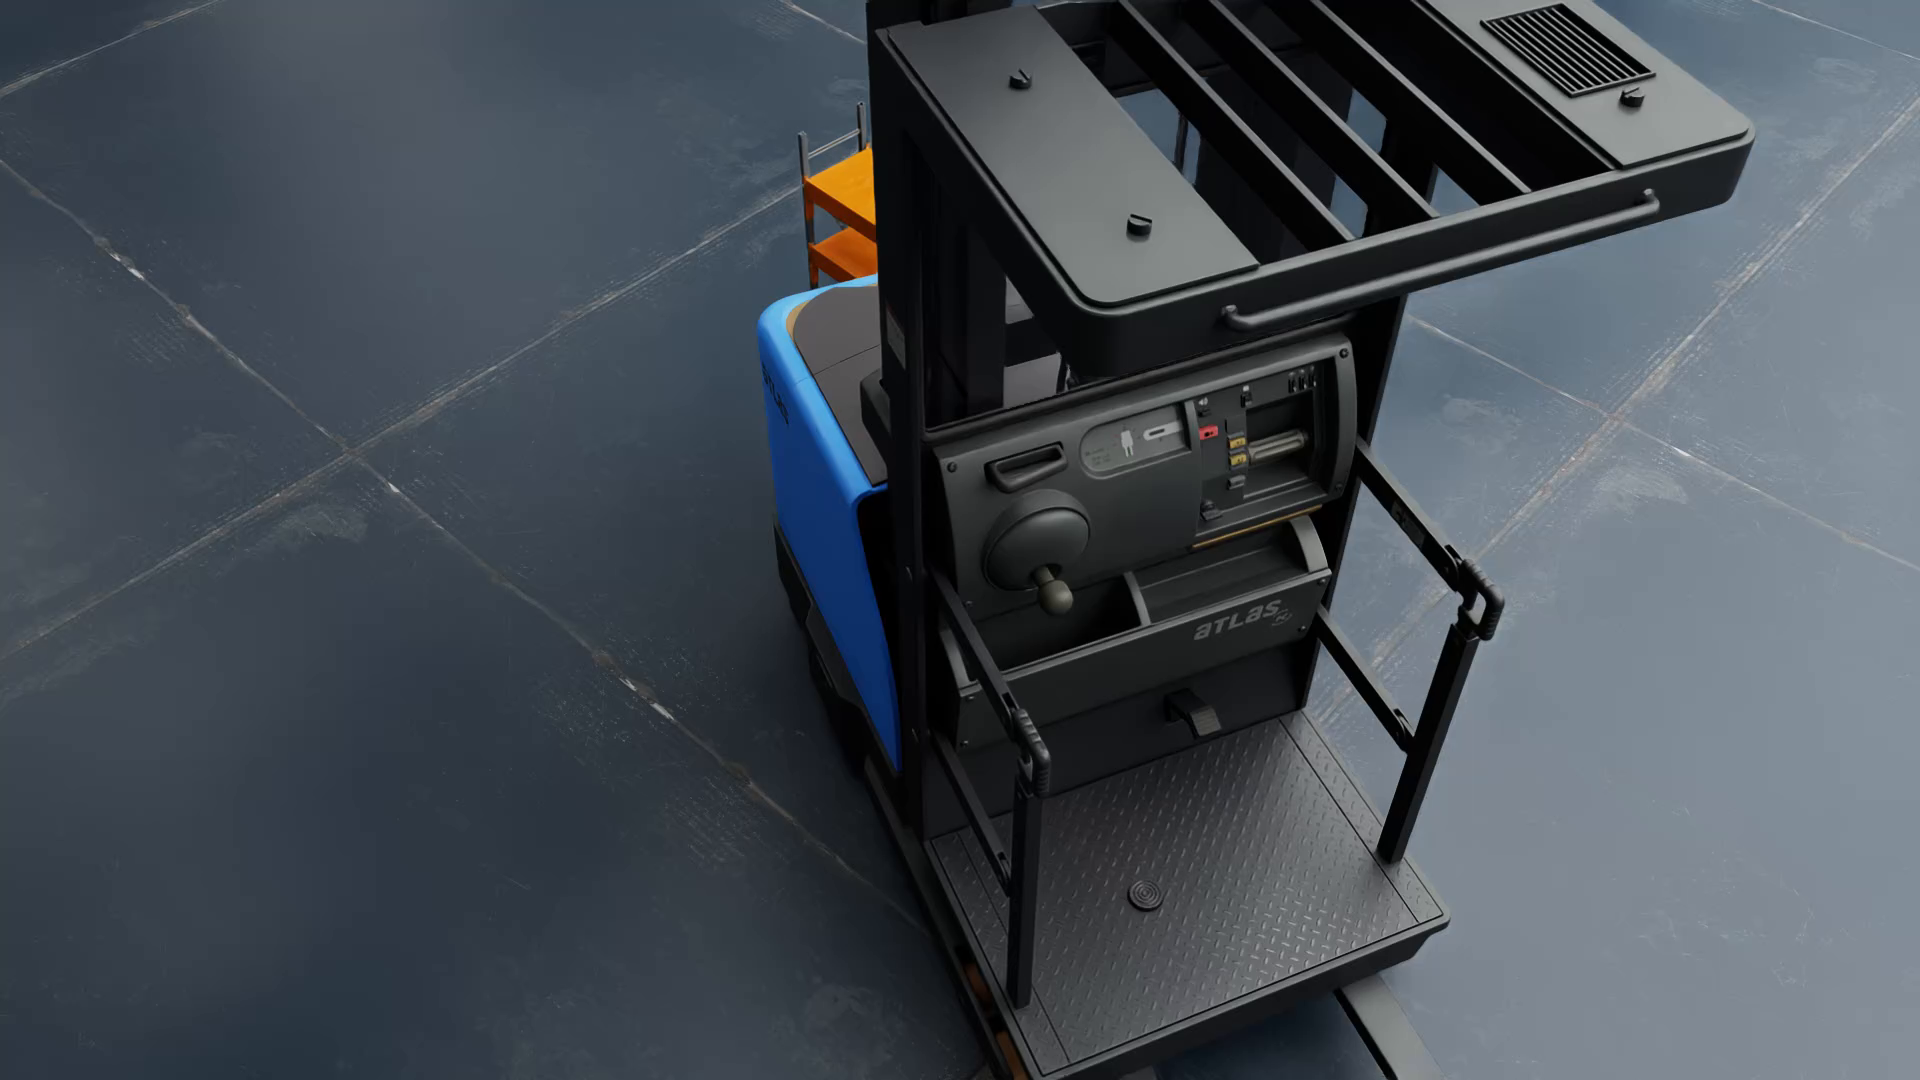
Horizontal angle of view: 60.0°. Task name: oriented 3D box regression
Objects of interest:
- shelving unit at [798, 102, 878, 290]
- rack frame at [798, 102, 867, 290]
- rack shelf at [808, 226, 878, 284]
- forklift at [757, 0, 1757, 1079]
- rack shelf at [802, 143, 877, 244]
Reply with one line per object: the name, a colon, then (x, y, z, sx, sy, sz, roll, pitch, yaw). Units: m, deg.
shelving unit: (-0.196, -0.659, 5.046, 0.258, 1.200, 0.503, -35, 56, -28)
rack frame: (-0.365, -0.788, 5.167, 0.240, 1.200, 0.015, -35, 56, -28)
rack shelf: (-0.196, -0.766, 4.932, 0.258, 0.148, 0.480, -35, 56, -28)
forklift: (0.485, -0.034, 3.272, 1.130, 2.935, 3.031, -17, 49, -15)
rack shelf: (-0.196, -0.928, 4.759, 0.258, 0.148, 0.480, -35, 56, -28)
